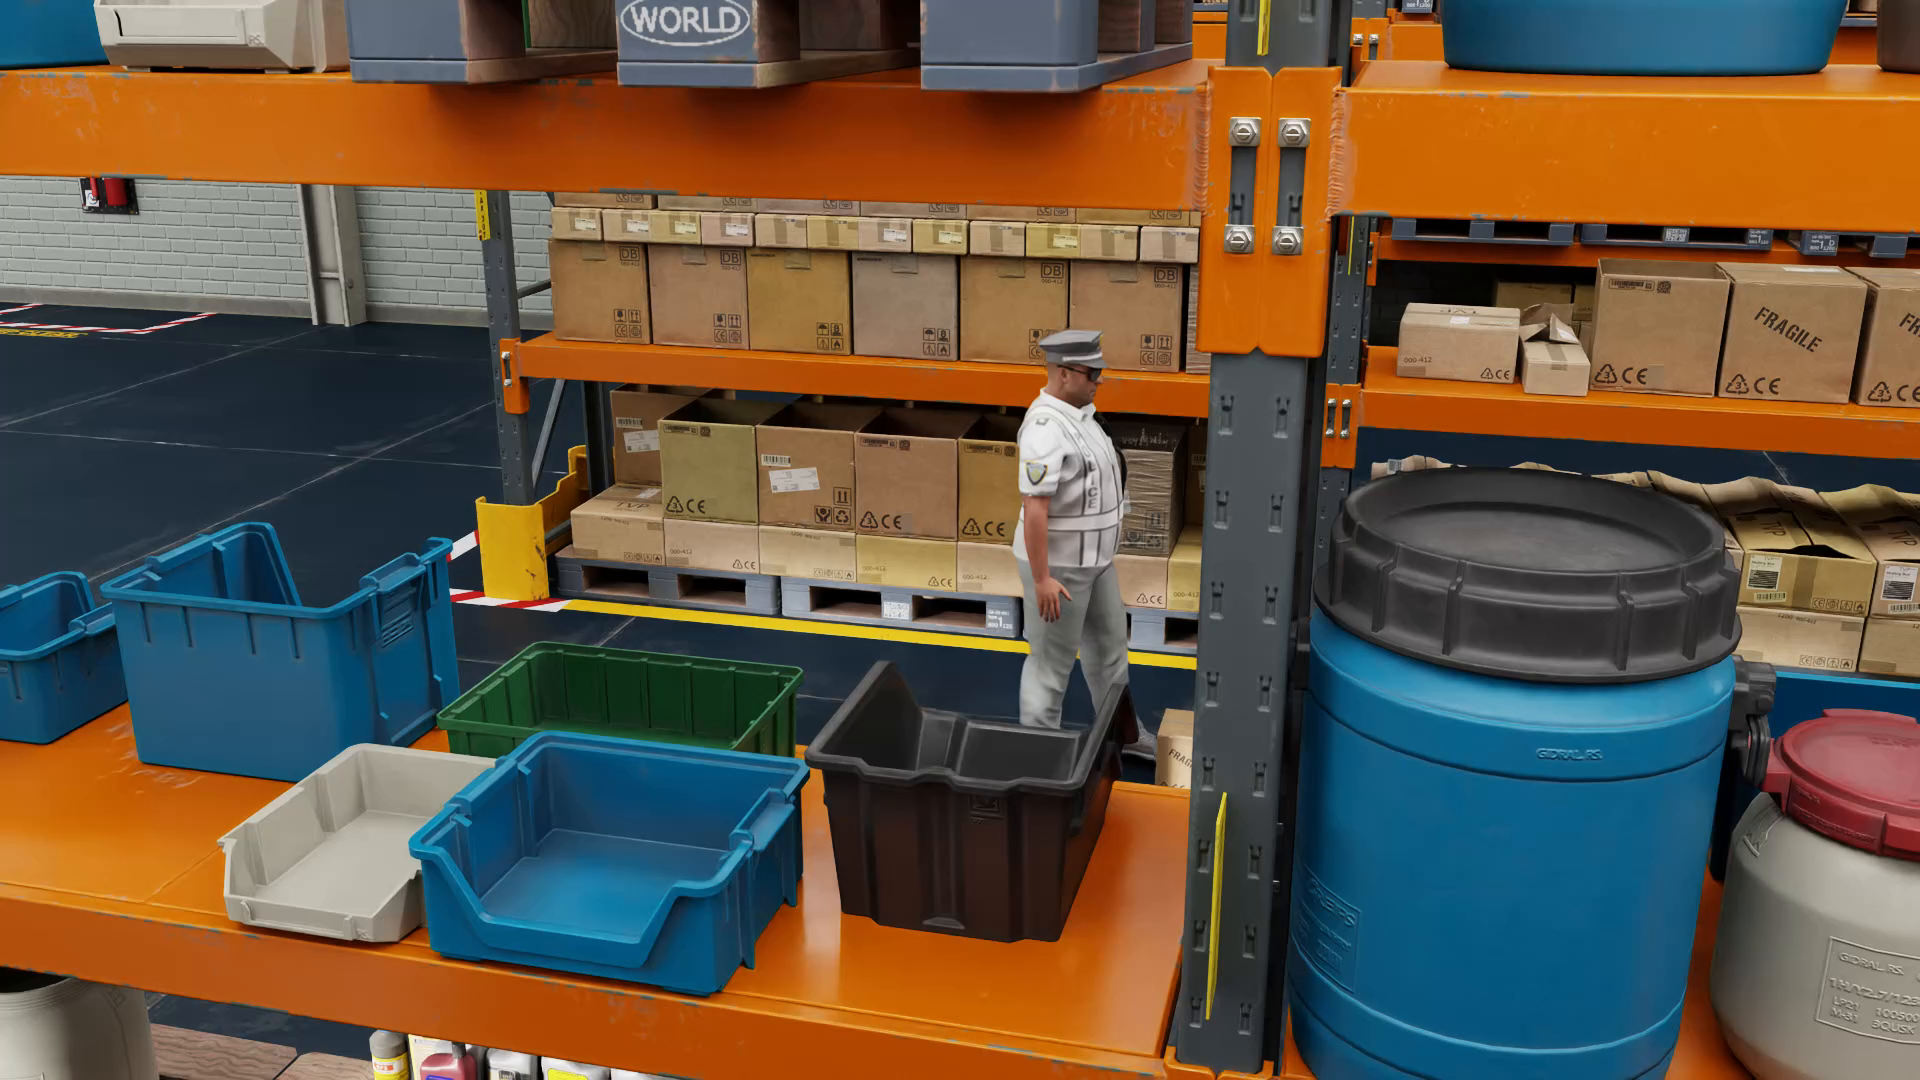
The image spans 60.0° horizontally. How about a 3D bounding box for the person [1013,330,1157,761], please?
[{"bbox_3d":[0.534,0.074,6.283,0.643,1.747,0.599,6,19,18],"label":"person"}]
